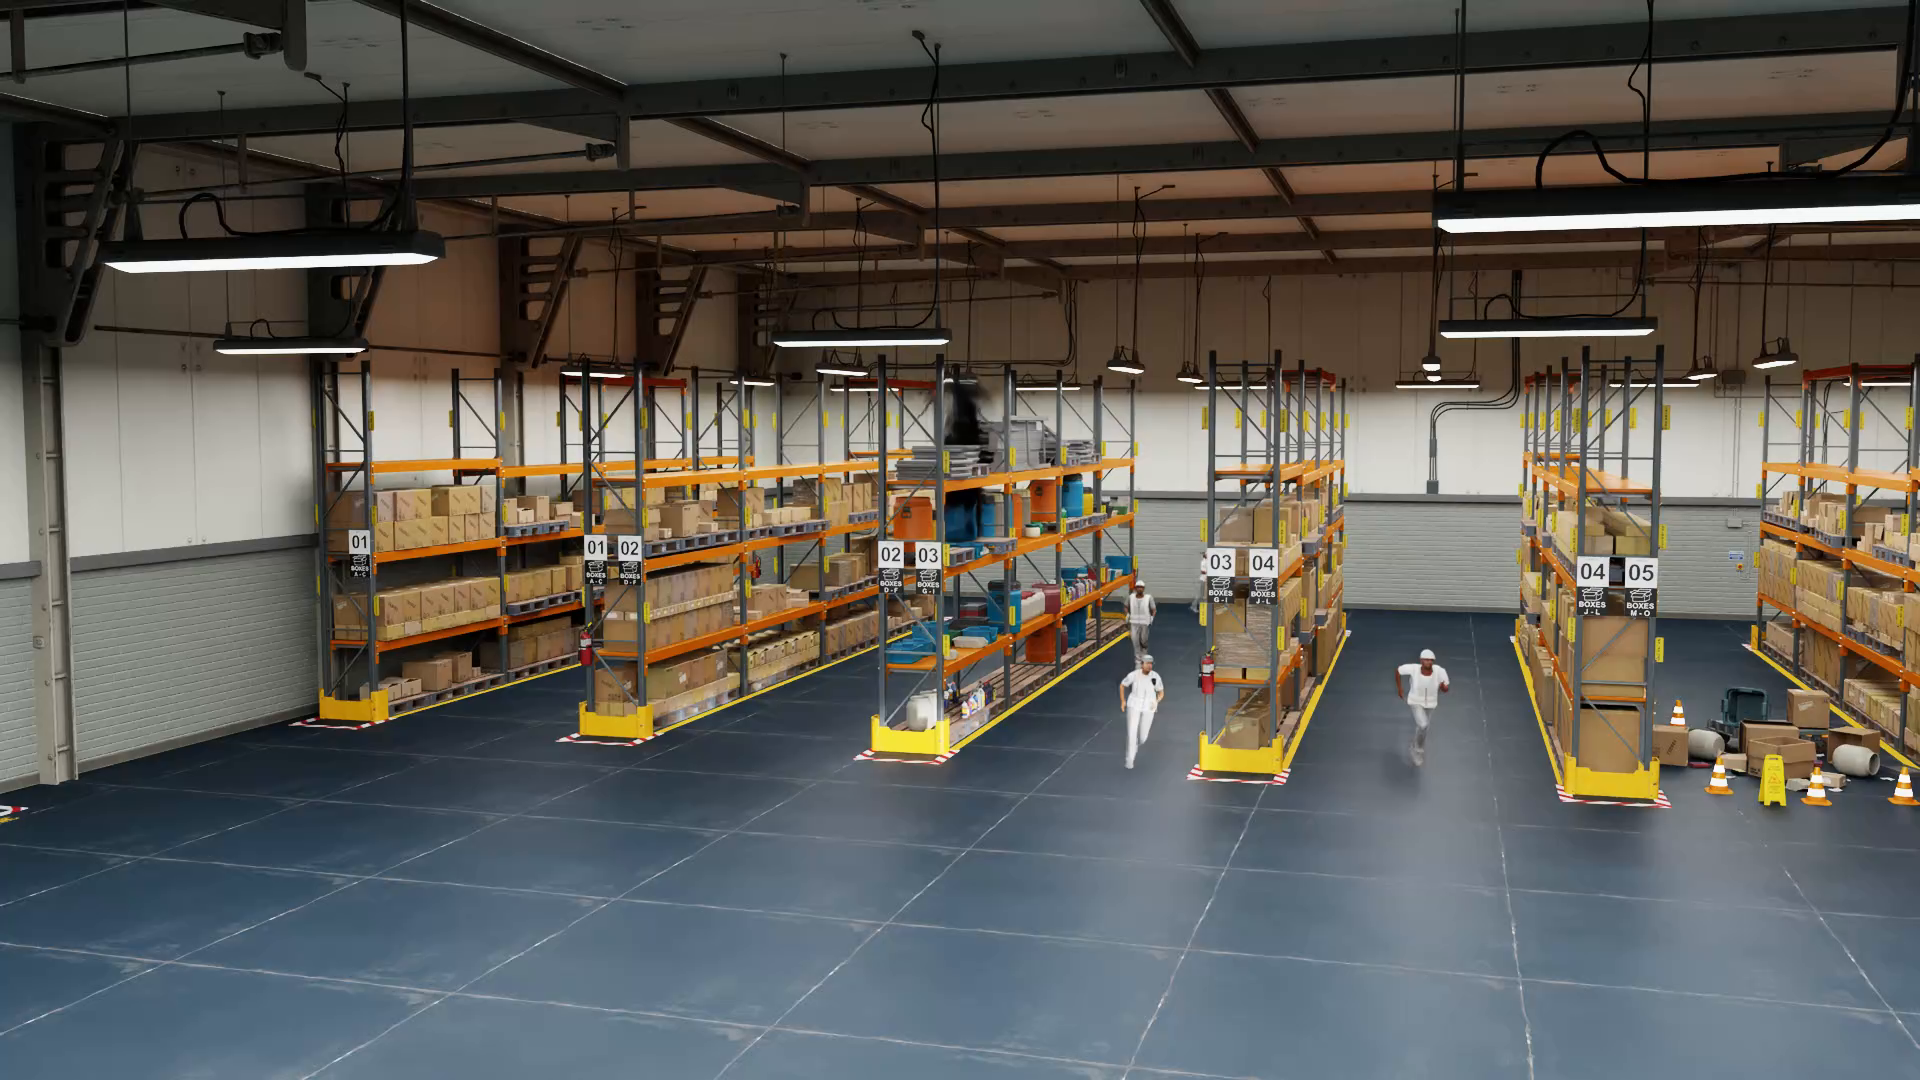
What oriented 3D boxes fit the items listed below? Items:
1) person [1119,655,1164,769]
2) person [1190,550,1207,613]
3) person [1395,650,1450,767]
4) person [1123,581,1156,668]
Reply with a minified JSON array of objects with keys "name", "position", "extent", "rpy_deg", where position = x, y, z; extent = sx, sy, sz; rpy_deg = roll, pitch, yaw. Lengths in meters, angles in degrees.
[{"name":"person","position":[2.650,2.489,24.284],"extent":[0.655,1.653,0.687],"rpy_deg":[0,4,-1]},{"name":"person","position":[6.333,1.093,42.874],"extent":[0.837,1.747,0.568],"rpy_deg":[3,5,36]},{"name":"person","position":[6.704,2.416,24.127],"extent":[0.683,1.713,0.918],"rpy_deg":[0,4,-6]},{"name":"person","position":[3.670,1.709,34.011],"extent":[0.681,1.759,0.778],"rpy_deg":[1,4,10]}]
